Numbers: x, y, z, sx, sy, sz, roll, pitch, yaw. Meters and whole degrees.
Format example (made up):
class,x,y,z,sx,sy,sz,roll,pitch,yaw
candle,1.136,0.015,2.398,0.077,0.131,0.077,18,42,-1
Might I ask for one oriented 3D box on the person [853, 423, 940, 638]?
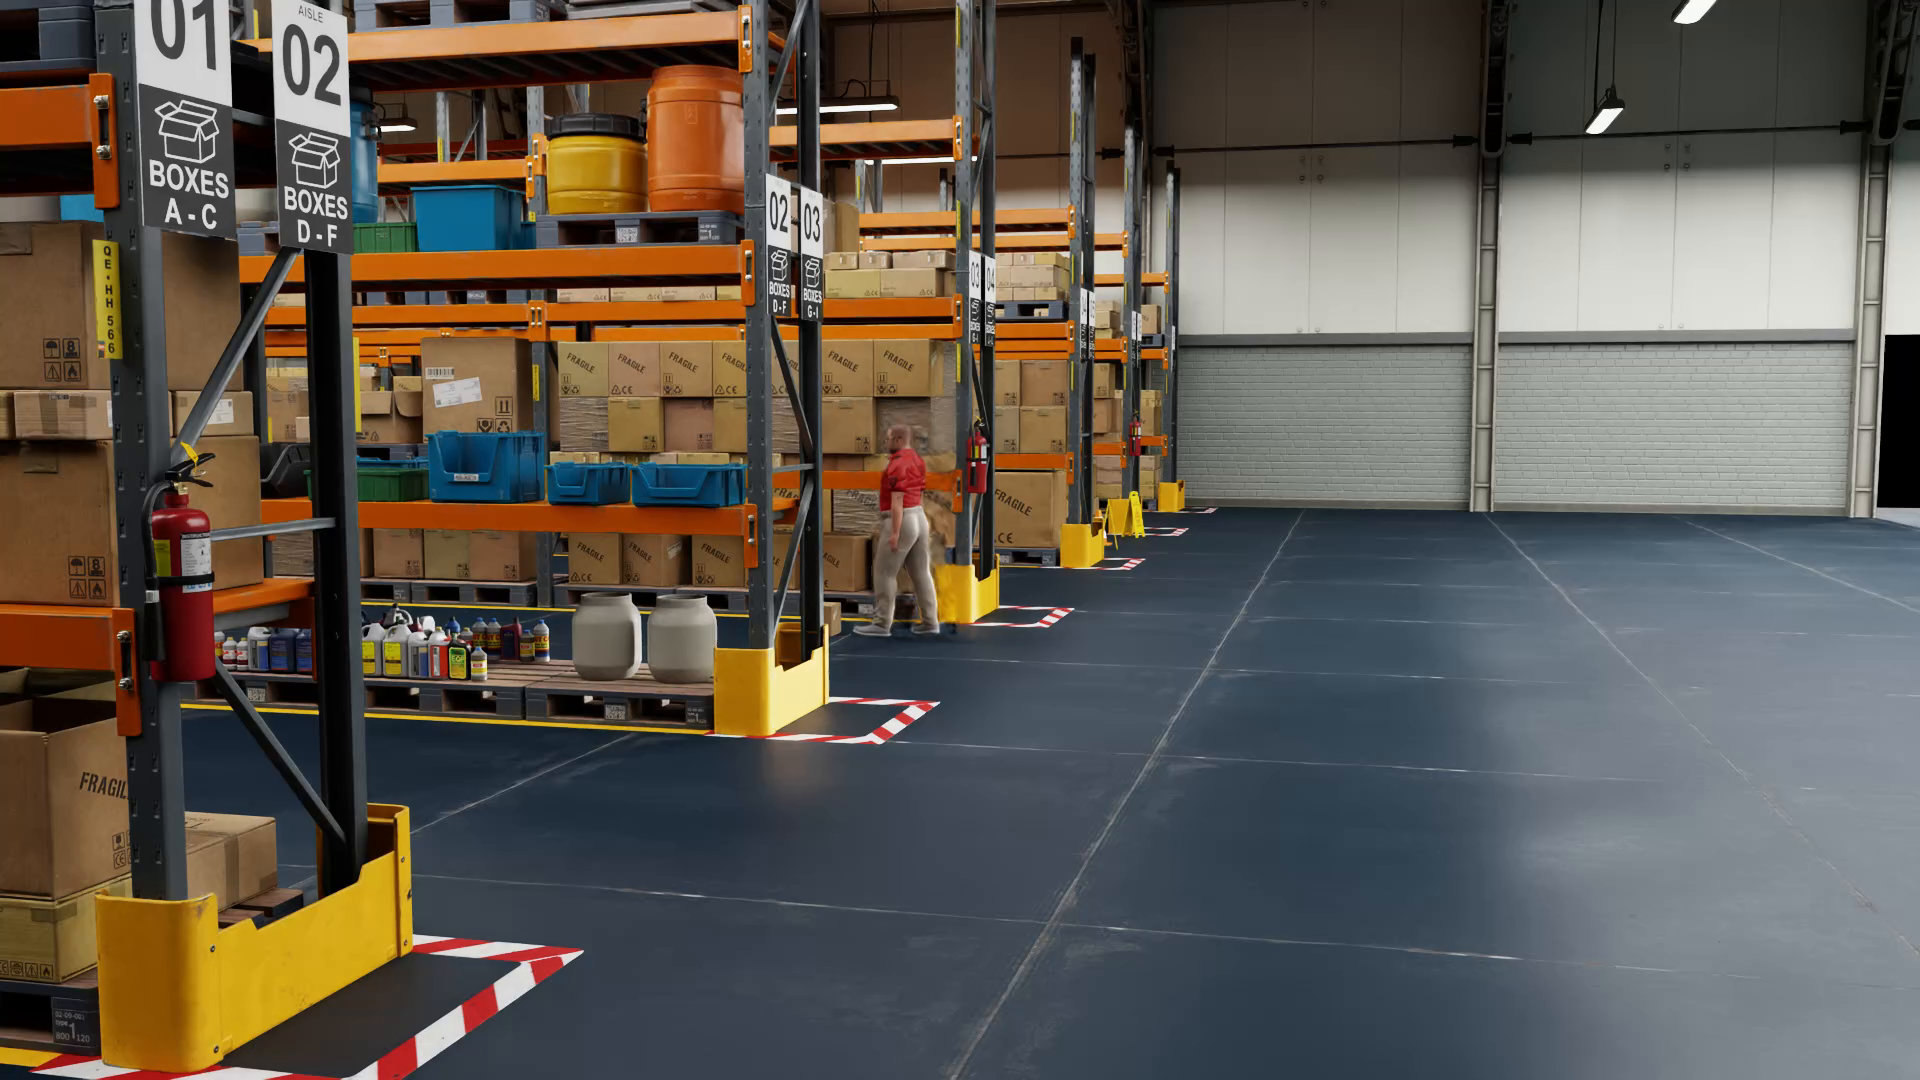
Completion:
class,x,y,z,sx,sy,sz,roll,pitch,yaw
person,-0.500,-0.081,13.433,0.665,1.716,0.533,3,5,29
